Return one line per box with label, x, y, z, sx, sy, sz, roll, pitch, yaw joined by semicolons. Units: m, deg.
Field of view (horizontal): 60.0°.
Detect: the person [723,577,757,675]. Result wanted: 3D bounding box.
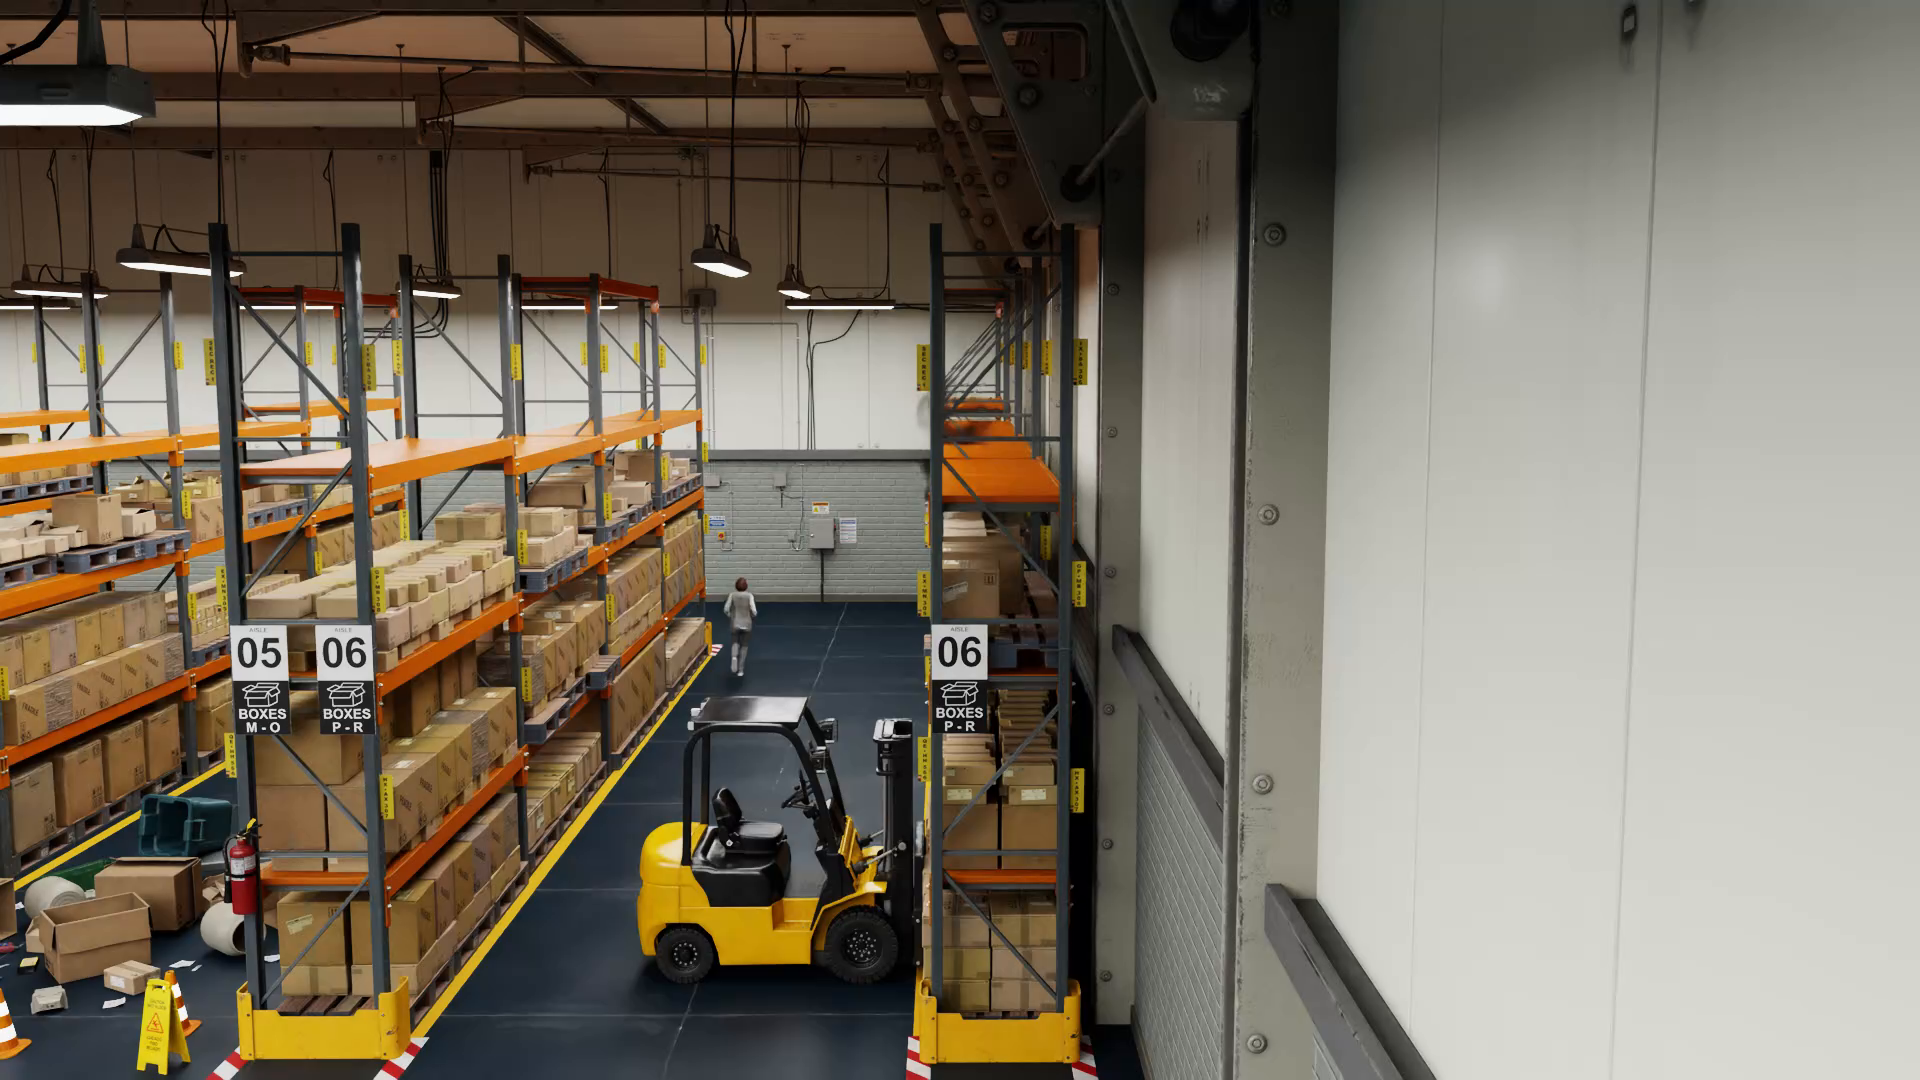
person;-3.437;1.339;26.163;0.510;1.556;0.519;0;7;0
